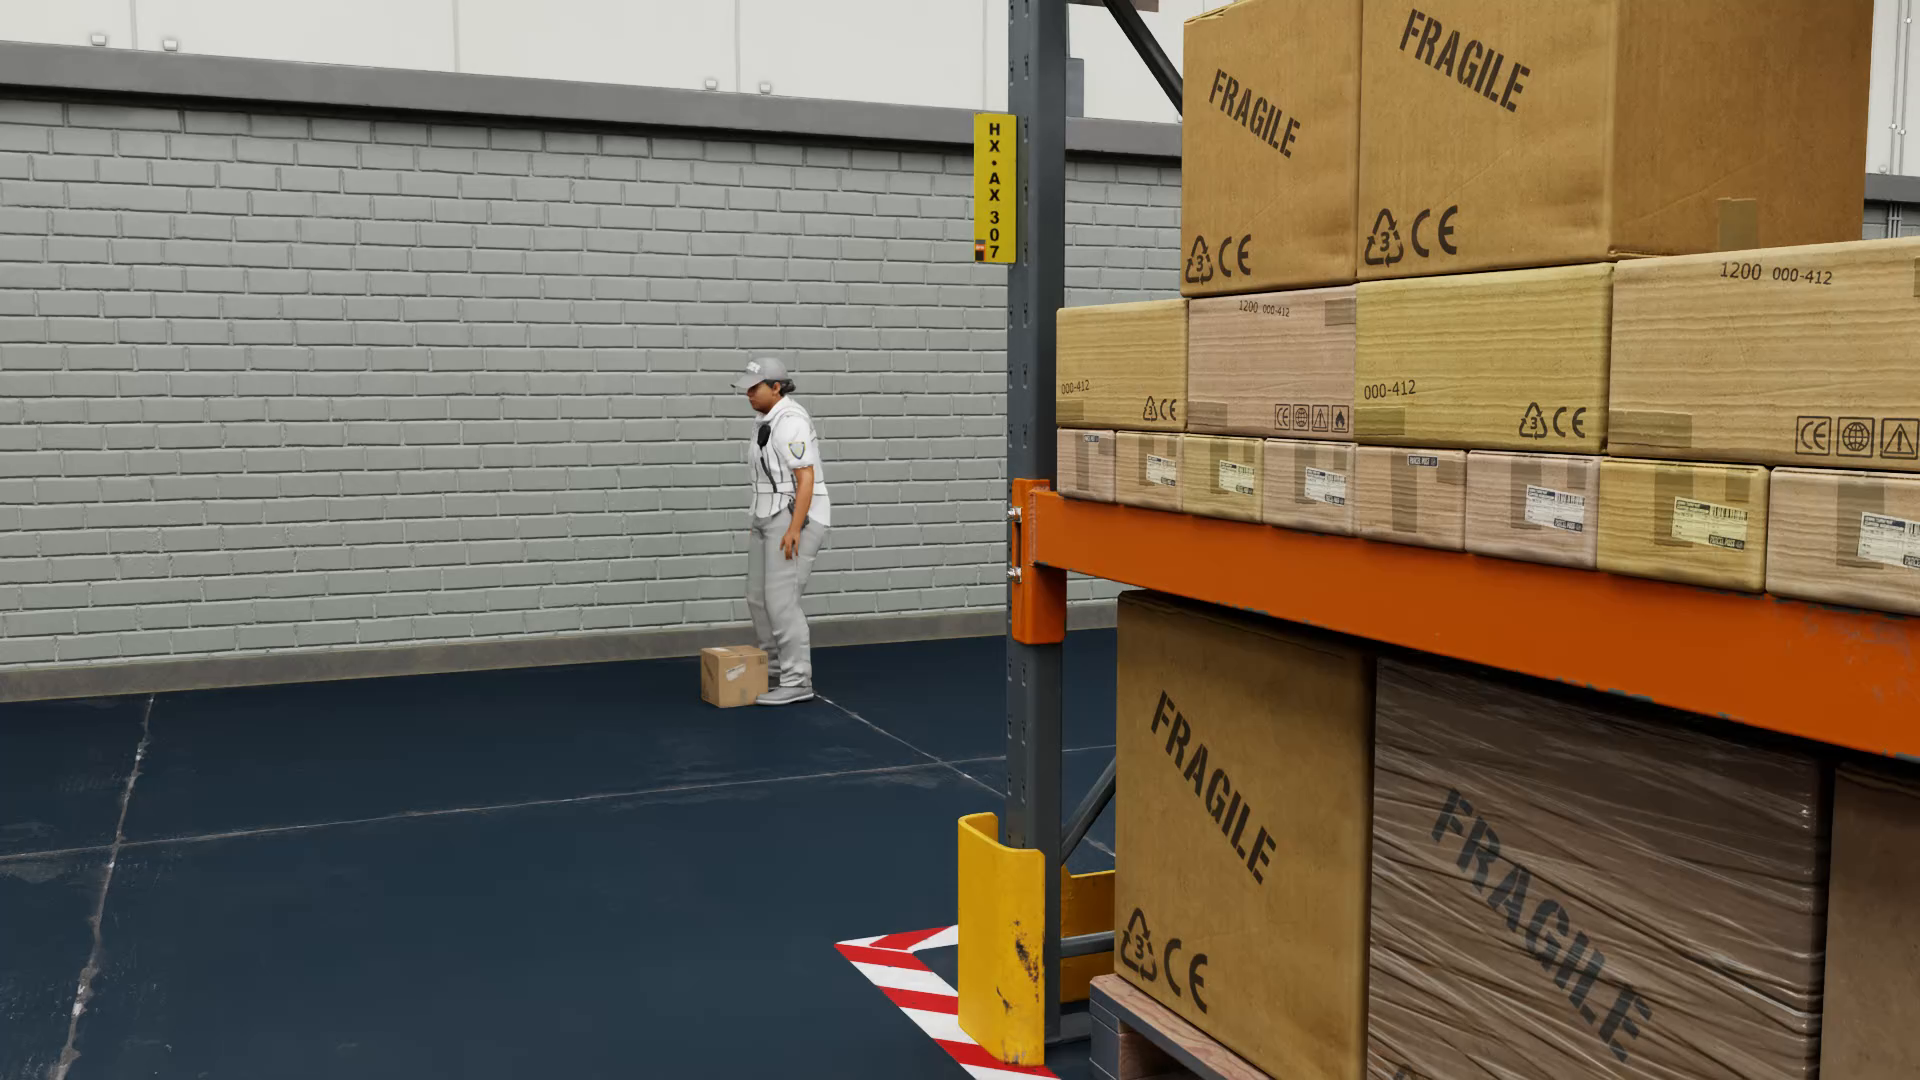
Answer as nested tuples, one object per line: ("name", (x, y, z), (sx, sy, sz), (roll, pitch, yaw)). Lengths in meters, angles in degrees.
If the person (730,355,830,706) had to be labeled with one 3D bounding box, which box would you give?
("person", (-0.889, -0.056, 8.063), (0.467, 1.665, 0.543), (-3, 6, -26))
